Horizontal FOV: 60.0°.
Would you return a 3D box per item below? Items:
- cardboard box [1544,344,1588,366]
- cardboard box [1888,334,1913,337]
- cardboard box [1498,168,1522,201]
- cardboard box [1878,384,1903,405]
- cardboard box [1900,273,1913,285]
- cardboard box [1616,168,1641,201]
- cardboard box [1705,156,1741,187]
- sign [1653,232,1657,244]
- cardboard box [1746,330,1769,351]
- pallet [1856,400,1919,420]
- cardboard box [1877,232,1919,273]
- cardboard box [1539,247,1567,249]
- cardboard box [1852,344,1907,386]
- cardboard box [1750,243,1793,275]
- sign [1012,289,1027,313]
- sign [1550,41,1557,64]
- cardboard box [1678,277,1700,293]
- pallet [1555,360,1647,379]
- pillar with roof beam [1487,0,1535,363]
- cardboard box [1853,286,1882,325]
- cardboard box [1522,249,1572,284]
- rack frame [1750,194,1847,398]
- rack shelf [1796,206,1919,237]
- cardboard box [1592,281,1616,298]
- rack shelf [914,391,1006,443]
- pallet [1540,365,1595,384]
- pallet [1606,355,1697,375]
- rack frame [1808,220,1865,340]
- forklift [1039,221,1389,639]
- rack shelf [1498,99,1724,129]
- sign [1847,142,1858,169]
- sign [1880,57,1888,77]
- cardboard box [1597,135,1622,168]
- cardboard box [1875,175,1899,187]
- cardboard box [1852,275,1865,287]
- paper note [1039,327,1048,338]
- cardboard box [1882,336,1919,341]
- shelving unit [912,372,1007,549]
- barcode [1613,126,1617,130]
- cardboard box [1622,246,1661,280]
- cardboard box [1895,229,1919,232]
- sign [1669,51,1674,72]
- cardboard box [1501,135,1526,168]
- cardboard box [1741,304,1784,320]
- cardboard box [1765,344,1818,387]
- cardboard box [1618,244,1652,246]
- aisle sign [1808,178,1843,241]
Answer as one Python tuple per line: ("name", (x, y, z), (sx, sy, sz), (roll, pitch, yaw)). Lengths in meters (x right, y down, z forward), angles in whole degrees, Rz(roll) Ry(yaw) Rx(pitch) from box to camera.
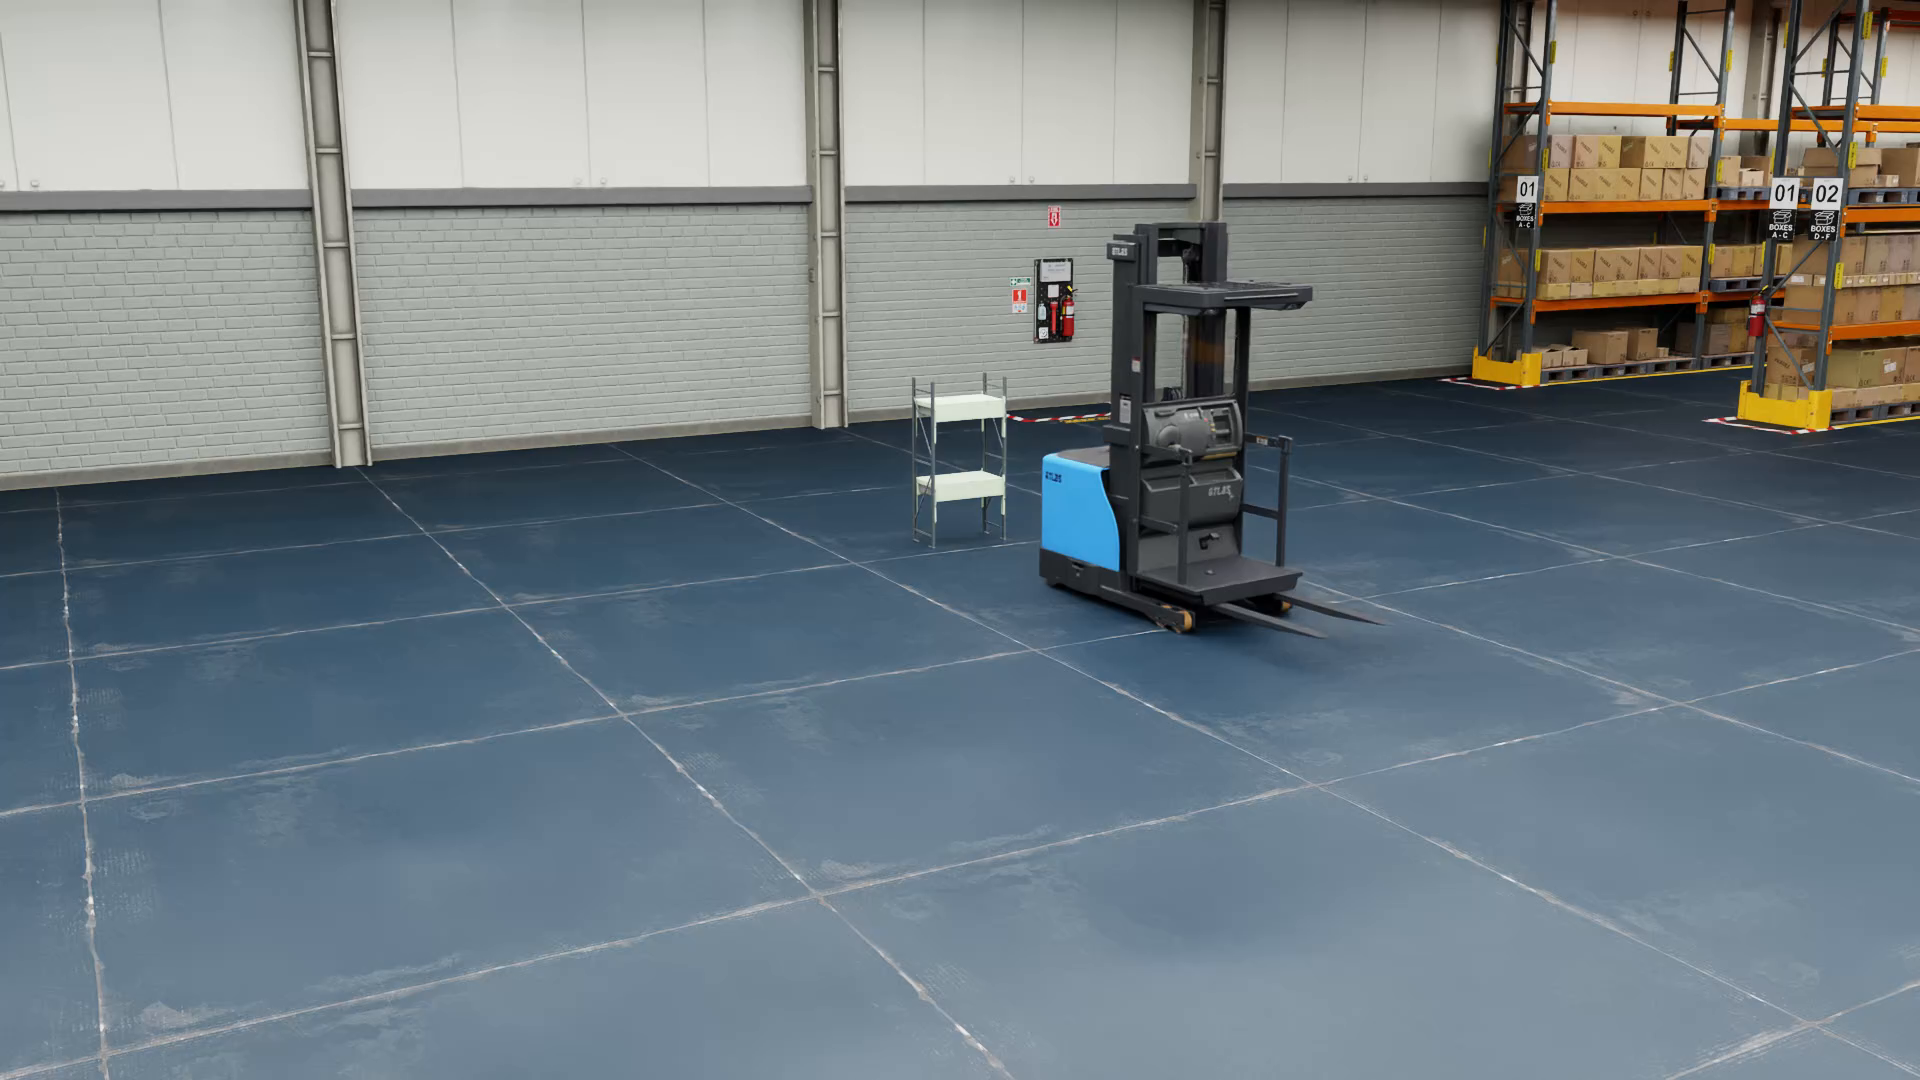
("cardboard box", (9.769, -3.002, 26.878), (0.500, 0.311, 0.500), (-6, 14, -23))
("cardboard box", (17.120, -4.124, 30.683), (0.750, 0.750, 0.750), (-7, 14, -28))
("cardboard box", (8.863, -5.598, 26.188), (0.500, 0.500, 0.500), (-6, 14, -24))
("cardboard box", (12.448, -2.012, 22.664), (0.500, 0.250, 0.500), (-7, 14, -28))
("cardboard box", (12.572, -3.530, 22.399), (0.250, 0.149, 0.380), (-7, 14, -29))
("cardboard box", (10.433, -5.658, 26.453), (0.500, 0.500, 0.500), (-6, 14, -24))
("cardboard box", (12.647, -6.163, 27.789), (0.500, 0.500, 0.500), (-5, 13, -20))
("sign", (11.860, -5.076, 28.334), (0.005, 0.325, 0.100), (-7, 14, -28))
("cardboard box", (13.663, -3.590, 29.061), (0.500, 0.500, 0.700), (-7, 14, -27))
("pallet", (12.715, -1.885, 23.144), (1.213, 0.211, 1.003), (-7, 14, -28))
("cardboard box", (12.798, -3.925, 22.678), (0.500, 0.500, 0.700), (-7, 14, -28))
("cardboard box", (9.376, -4.427, 26.679), (0.500, 0.500, 0.500), (-7, 14, -27))
("cardboard box", (12.442, -2.380, 22.592), (0.500, 0.500, 0.500), (-7, 14, -28))
("cardboard box", (14.149, -4.902, 28.969), (0.500, 0.500, 0.700), (-7, 14, -28))
("sign", (0.829, -3.319, 23.085), (0.234, 0.329, 0.001), (-7, 14, -28))
("sign", (8.878, -7.300, 24.884), (0.005, 0.325, 0.100), (-7, 14, -28))
("cardboard box", (11.858, -4.233, 27.521), (0.500, 0.250, 0.500), (-7, 14, -28))
("pallet", (10.484, -2.837, 27.376), (1.213, 0.211, 1.003), (-7, 14, -28))
("pillar with roof beam", (10.880, -6.321, 22.841), (0.400, 9.000, 9.100), (-7, 14, -28))
("cardboard box", (11.869, -3.181, 22.324), (0.500, 0.500, 0.700), (-6, 14, -26))
("cardboard box", (9.181, -4.278, 26.016), (0.500, 0.500, 0.500), (-7, 14, -28))
("rack frame", (10.995, -3.029, 21.878), (0.127, 3.000, 1.000), (-7, 14, -28))
("rack shelf", (12.750, -4.352, 22.562), (4.000, 0.370, 1.077), (-7, 14, -28))
("cardboard box", (10.097, -4.020, 26.577), (0.500, 0.250, 0.500), (-7, 15, -29))
("rack shelf", (-0.006, -1.112, 14.997), (0.720, 0.370, 0.431), (-7, 14, -28))
("pallet", (9.414, -2.710, 26.809), (1.213, 0.211, 1.003), (-7, 14, -28))
("pallet", (11.556, -2.966, 27.950), (1.213, 0.211, 1.003), (-7, 14, -28))
("rack frame", (15.640, -4.825, 29.858), (0.127, 3.000, 1.000), (-7, 14, -28))
("forklift", (1.888, -0.866, 12.421), (1.130, 2.935, 3.031), (-8, 15, -33))
("rack shelf", (10.373, -6.768, 26.474), (4.000, 0.370, 1.077), (-7, 14, -28))
("sign", (11.255, -4.850, 20.966), (0.005, 0.325, 0.100), (-7, 14, -28))
("sign", (15.908, -8.143, 28.628), (0.005, 0.325, 0.100), (-7, 14, -28))
("cardboard box", (9.981, -6.086, 26.078), (0.500, 0.500, 0.500), (-6, 14, -26))
("cardboard box", (12.112, -4.733, 21.914), (0.250, 0.149, 0.380), (-7, 14, -28))
("cardboard box", (11.673, -3.422, 21.921), (0.250, 0.149, 0.380), (-7, 15, -29))
("paper note", (1.175, -2.905, 23.332), (0.142, 0.148, 0.016), (-7, 14, -28))
("cardboard box", (13.513, -2.637, 23.732), (0.500, 0.500, 0.500), (-7, 14, -28))
("shelving unit", (-0.006, -0.731, 15.082), (0.755, 1.500, 0.431), (-7, 14, -28))
("barcode", (10.703, -6.731, 27.169), (0.075, 0.075, 0.001), (-7, 14, -28))
("cardboard box", (10.979, -4.493, 26.970), (0.500, 0.500, 0.500), (-7, 15, -29))
("cardboard box", (17.070, -5.503, 30.210), (0.500, 0.250, 0.500), (-7, 14, -27))
("sign", (11.858, -7.970, 27.682), (0.005, 0.325, 0.100), (-7, 14, -28))
("cardboard box", (8.871, -6.089, 26.091), (0.500, 0.500, 0.500), (-6, 14, -25))
("cardboard box", (14.053, -3.997, 29.163), (0.500, 0.250, 0.500), (-7, 14, -28))
("cardboard box", (11.323, -2.372, 22.557), (0.500, 0.500, 0.500), (-7, 14, -28))
("cardboard box", (11.160, -4.644, 27.640), (0.500, 0.500, 0.500), (-7, 14, -28))
("aisle sign", (11.084, -4.231, 21.300), (0.004, 0.787, 0.394), (-7, 14, -28))
